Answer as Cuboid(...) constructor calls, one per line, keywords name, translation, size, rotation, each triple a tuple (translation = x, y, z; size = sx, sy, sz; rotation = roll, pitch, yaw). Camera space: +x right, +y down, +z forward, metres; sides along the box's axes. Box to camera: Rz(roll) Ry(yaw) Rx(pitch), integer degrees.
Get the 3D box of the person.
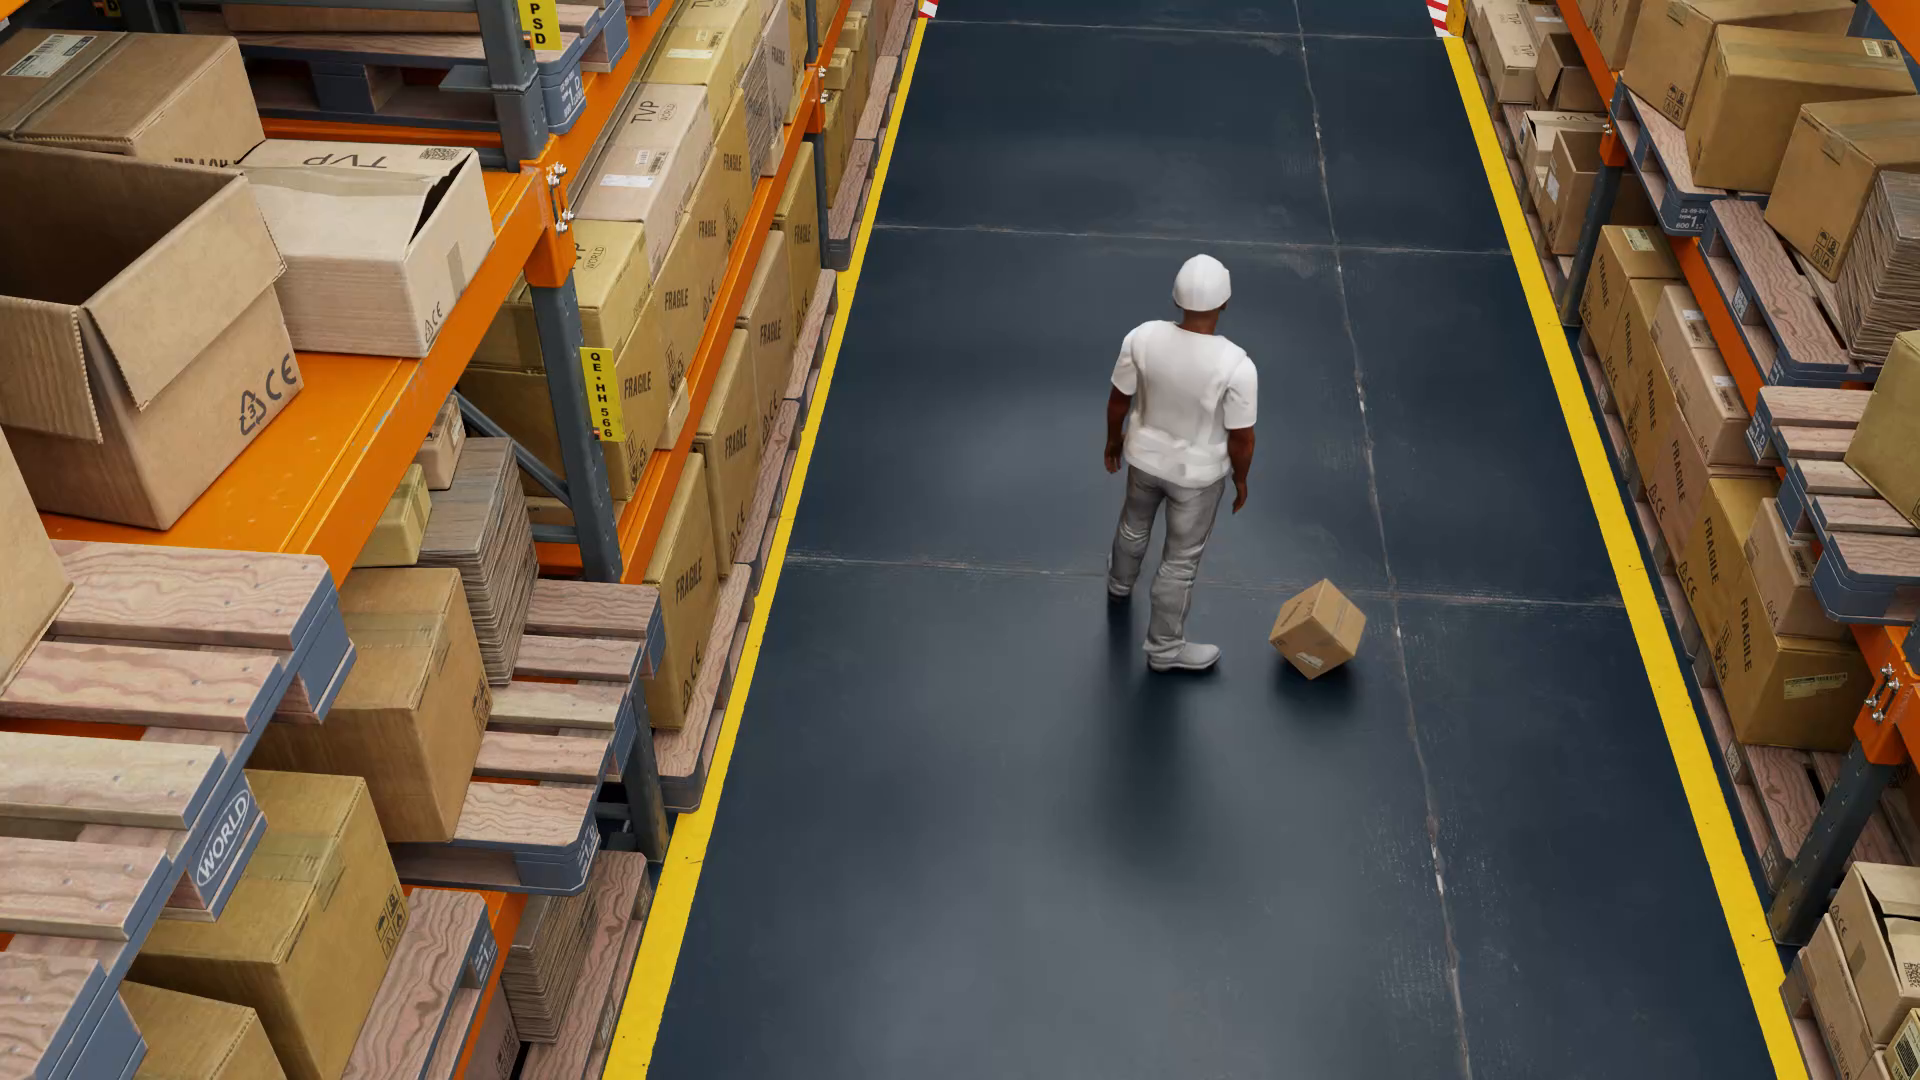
Cuboid(name="person", translation=(0.832, -0.344, 6.518), size=(0.704, 1.753, 0.587), rotation=(24, 45, 26))
